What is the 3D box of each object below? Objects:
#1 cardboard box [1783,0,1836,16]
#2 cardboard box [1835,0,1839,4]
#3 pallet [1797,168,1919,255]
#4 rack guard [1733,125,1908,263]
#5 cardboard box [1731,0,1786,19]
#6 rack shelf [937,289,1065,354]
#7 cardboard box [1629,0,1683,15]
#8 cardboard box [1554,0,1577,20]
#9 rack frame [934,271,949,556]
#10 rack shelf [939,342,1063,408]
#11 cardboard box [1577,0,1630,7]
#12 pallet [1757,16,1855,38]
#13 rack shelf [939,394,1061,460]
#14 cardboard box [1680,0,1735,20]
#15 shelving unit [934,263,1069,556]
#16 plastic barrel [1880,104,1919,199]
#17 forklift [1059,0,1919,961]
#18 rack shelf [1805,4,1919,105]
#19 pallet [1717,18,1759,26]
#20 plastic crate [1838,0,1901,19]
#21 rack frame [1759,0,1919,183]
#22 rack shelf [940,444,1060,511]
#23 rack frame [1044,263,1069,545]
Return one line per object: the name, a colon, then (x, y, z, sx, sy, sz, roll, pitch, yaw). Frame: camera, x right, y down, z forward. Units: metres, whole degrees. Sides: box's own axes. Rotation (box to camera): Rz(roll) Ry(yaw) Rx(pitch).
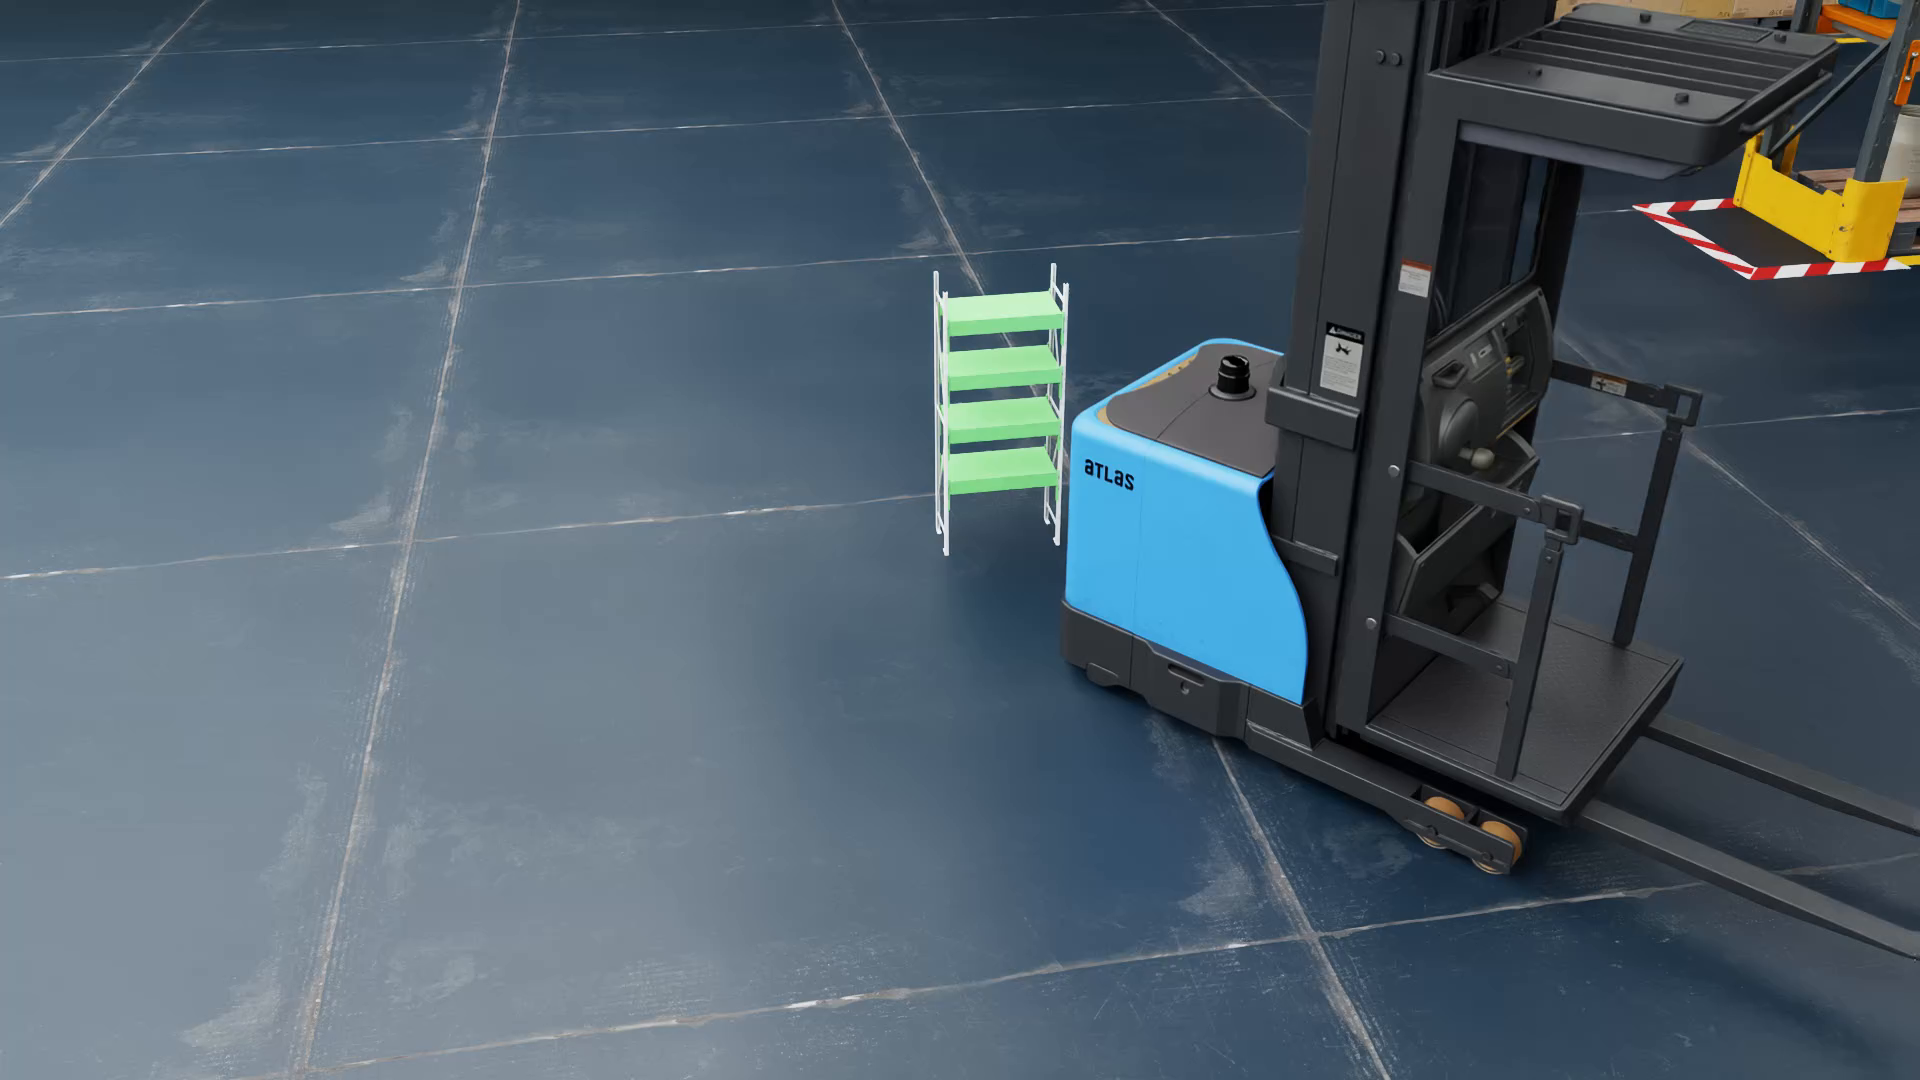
cardboard box: (7.472, -4.887, 14.901, 0.500, 0.250, 0.500, -5, 31, -9)
cardboard box: (7.966, -4.928, 14.970, 0.500, 0.250, 0.500, -5, 31, -9)
pallet: (6.203, -2.148, 10.695, 1.213, 0.211, 1.003, -5, 31, -9)
rack guard: (5.403, -2.201, 10.500, 0.348, 0.500, 1.175, -5, 31, -9)
cardboard box: (6.983, -4.834, 14.811, 0.500, 0.250, 0.500, -5, 31, -9)
rack shelf: (0.163, -0.891, 6.761, 0.480, 0.148, 0.258, -5, 31, -9)
cardboard box: (5.999, -4.745, 14.659, 0.500, 0.250, 0.500, -5, 31, -9)
cardboard box: (5.016, -4.652, 14.501, 0.500, 0.250, 0.500, -5, 31, -9)
rack frame: (-0.077, -0.510, 6.934, 0.015, 1.200, 0.240, -5, 31, -9)
rack shelf: (0.163, -0.684, 6.882, 0.480, 0.148, 0.258, -5, 31, -9)
cardboard box: (5.507, -4.700, 14.582, 0.500, 0.250, 0.500, -5, 31, -9)
pallet: (7.593, -4.830, 15.256, 1.213, 0.211, 1.003, -5, 31, -9)
rack shelf: (0.163, -0.477, 7.004, 0.480, 0.148, 0.258, -5, 31, -9)
cardboard box: (6.491, -4.788, 14.732, 0.500, 0.250, 0.500, -5, 31, -9)
shelving unit: (0.163, -0.532, 6.972, 0.503, 1.200, 0.258, -5, 31, -9)
plastic barrel: (5.970, -2.455, 10.506, 0.421, 0.512, 0.421, 0, 30, 0)
forklift: (1.838, -0.483, 5.181, 3.031, 2.935, 1.130, 23, 37, 33)
rack shelf: (7.304, -3.121, 10.308, 4.000, 0.370, 1.077, -5, 31, -9)
pallet: (6.390, -4.717, 15.063, 1.213, 0.211, 1.003, -5, 31, -9)
plastic crate: (5.775, -3.379, 10.184, 0.616, 0.251, 0.499, -5, 31, -9)
rack frame: (5.337, -3.248, 9.815, 0.127, 3.000, 1.000, -5, 31, -9)
rack shelf: (0.163, -0.270, 7.126, 0.480, 0.148, 0.258, -5, 31, -9)
rack frame: (0.403, -0.555, 7.009, 0.015, 1.200, 0.240, -5, 31, -9)
